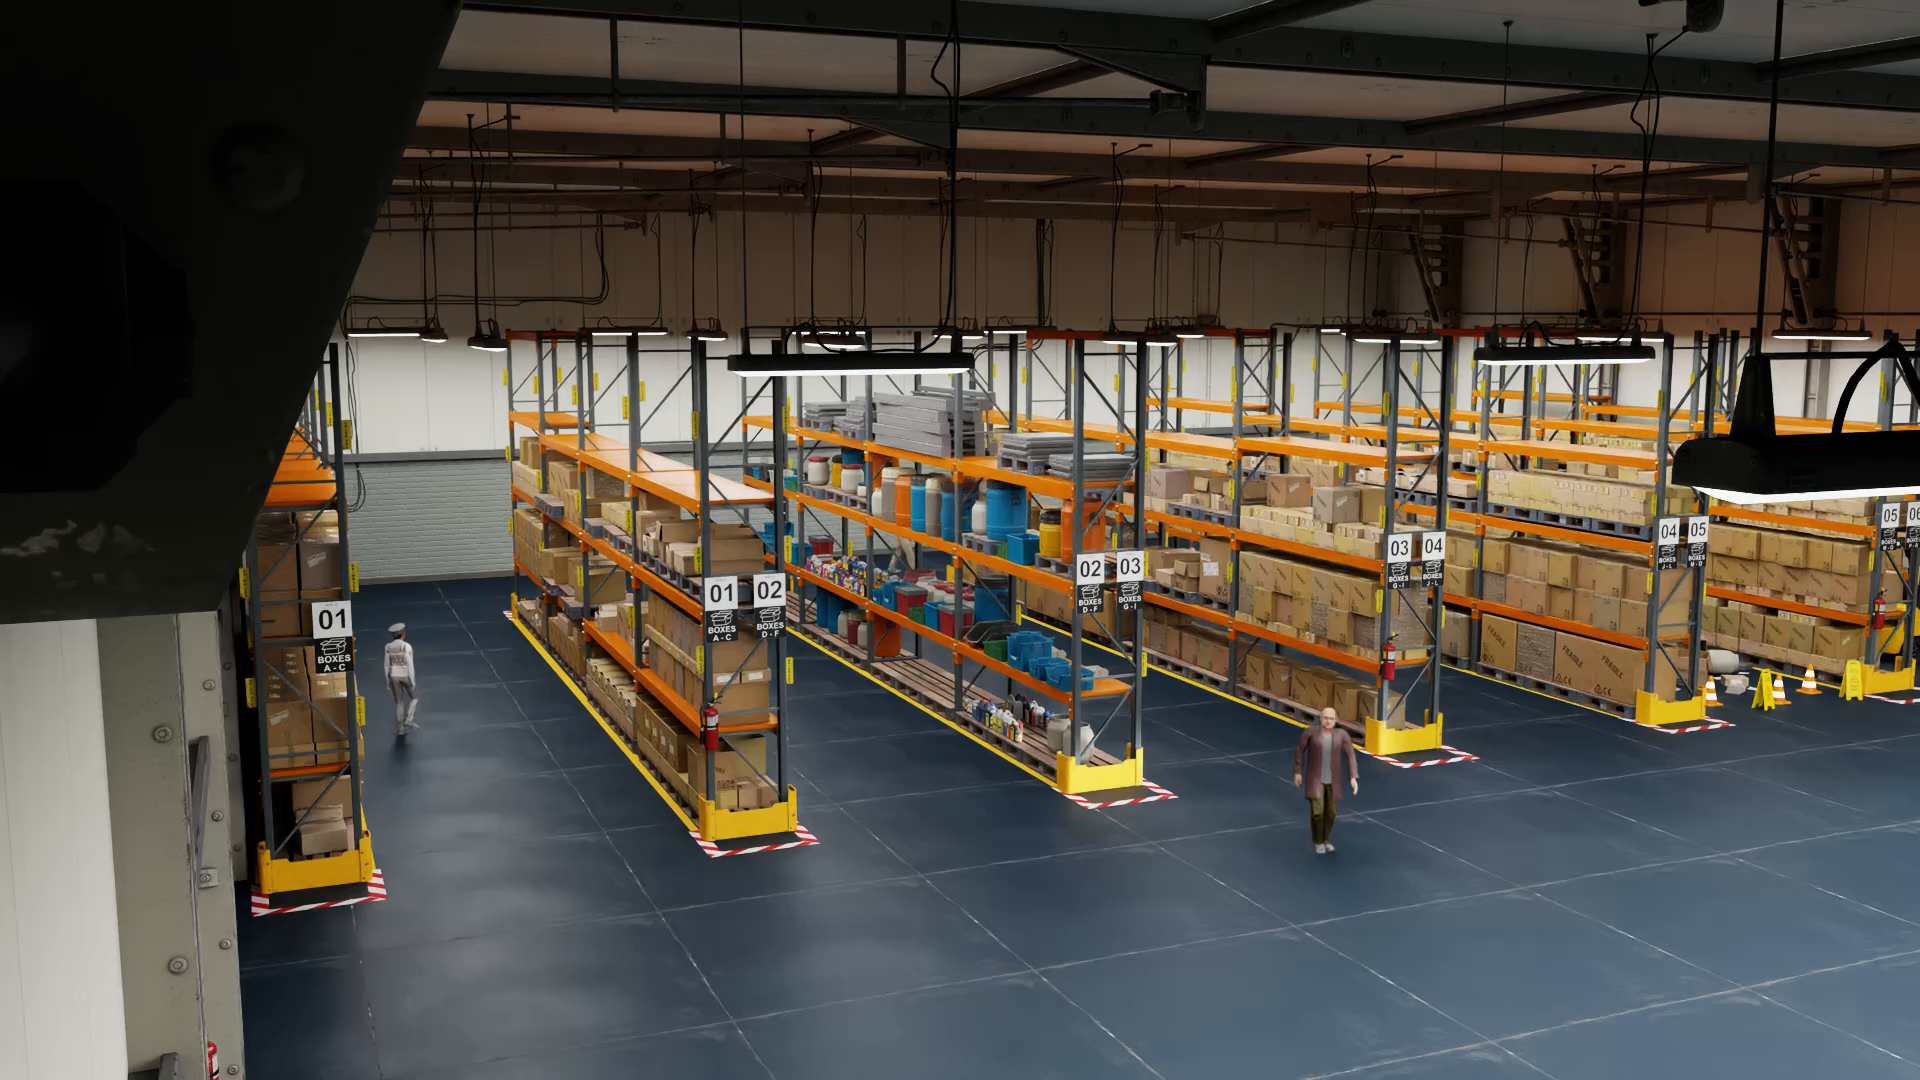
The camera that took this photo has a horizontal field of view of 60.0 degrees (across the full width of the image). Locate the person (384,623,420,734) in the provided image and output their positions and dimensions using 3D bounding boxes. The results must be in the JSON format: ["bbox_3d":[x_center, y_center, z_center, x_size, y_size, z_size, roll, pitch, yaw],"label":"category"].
[{"bbox_3d":[-8.419,2.093,25.041,0.521,1.660,0.488,-1,8,-4],"label":"person"}]

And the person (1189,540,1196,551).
[{"bbox_3d":[6.364,-0.460,43.899,0.517,1.603,1.060,-3,8,-20],"label":"person"}]

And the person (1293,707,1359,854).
[{"bbox_3d":[4.296,2.873,19.559,0.706,1.812,0.640,0,8,1],"label":"person"}]

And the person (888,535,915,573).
[{"bbox_3d":[-1.300,-0.023,40.532,0.965,1.686,0.550,1,8,6],"label":"person"}]
